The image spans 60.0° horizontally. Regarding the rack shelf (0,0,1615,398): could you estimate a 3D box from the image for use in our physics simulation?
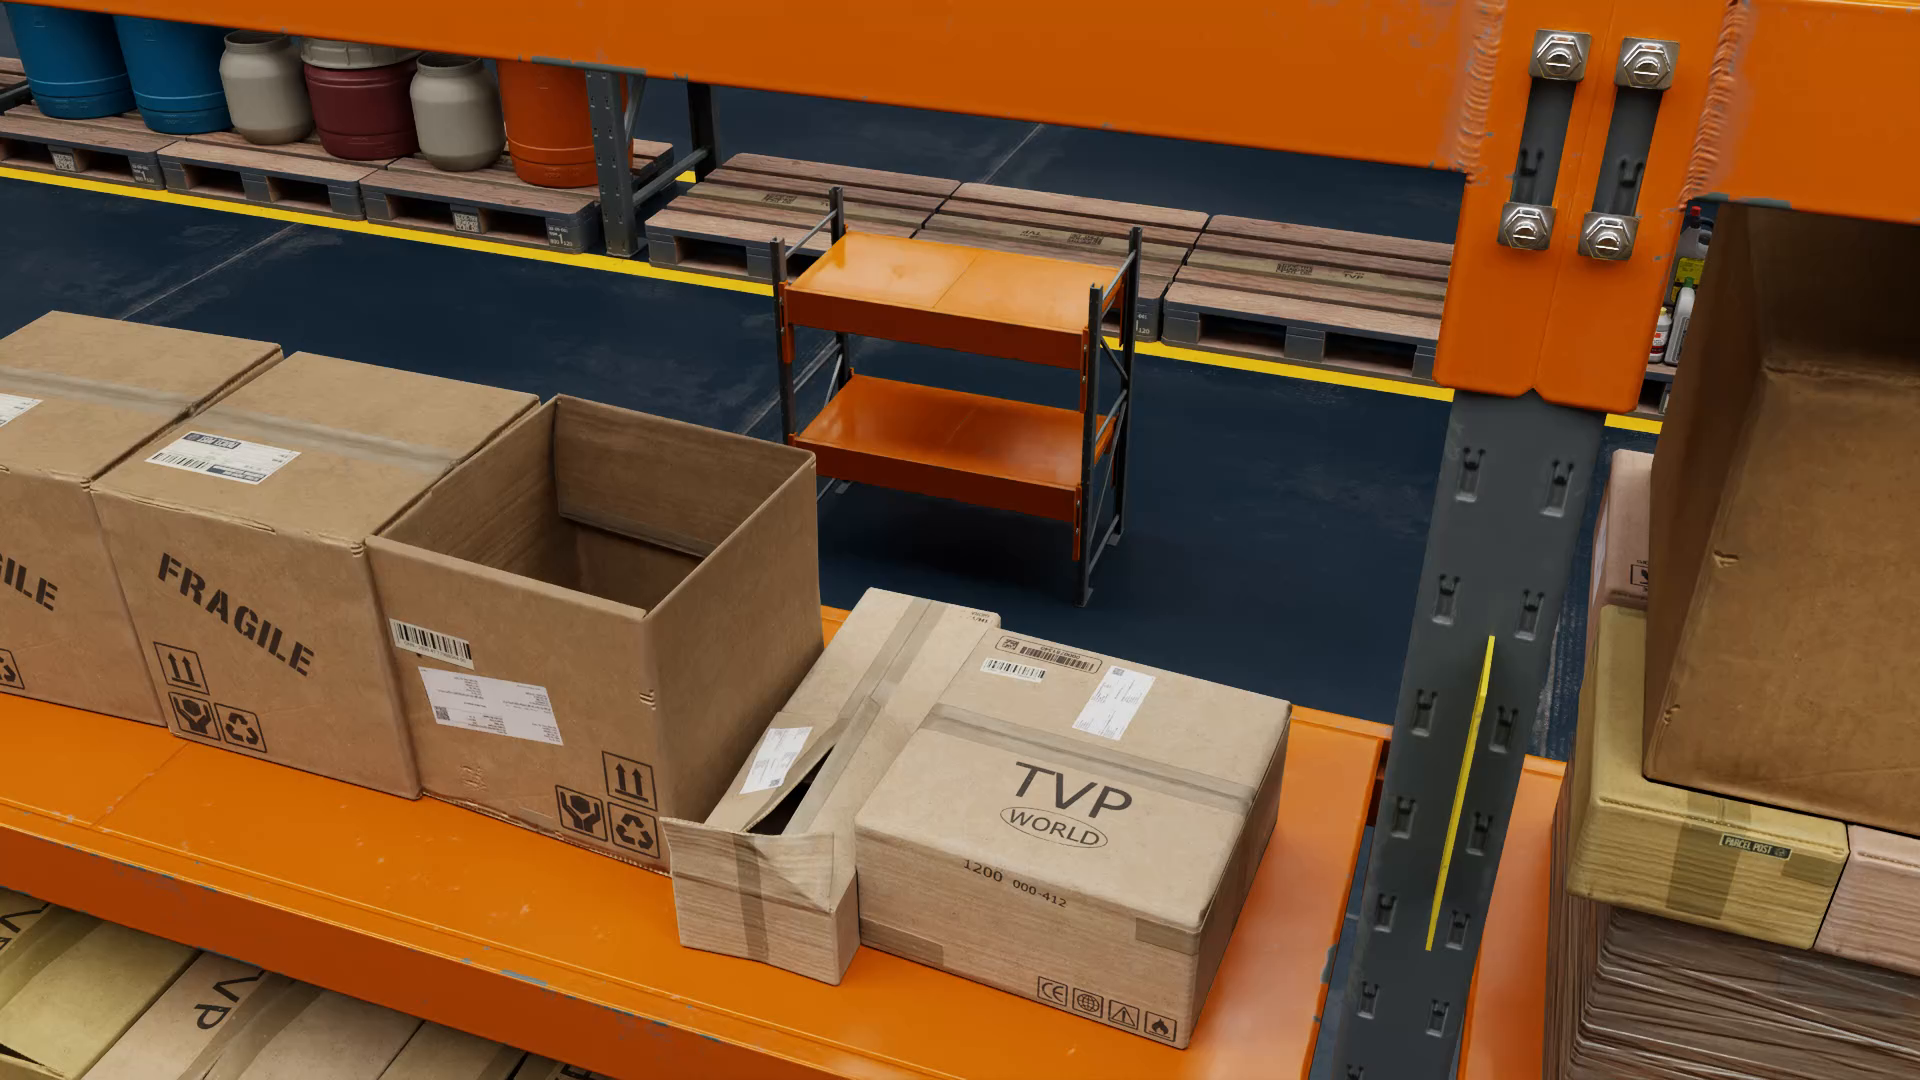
[{"bbox_3d":[-1.227,-0.901,2.279,4.000,0.370,1.077,11,34,16],"label":"rack shelf"}]

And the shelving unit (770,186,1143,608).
[{"bbox_3d":[-0.006,-0.474,5.447,1.048,1.125,0.538,11,34,16],"label":"shelving unit"}]

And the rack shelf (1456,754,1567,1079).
[{"bbox_3d":[2.539,1.091,1.958,4.000,0.370,1.077,11,34,16],"label":"rack shelf"}]

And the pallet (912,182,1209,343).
[{"bbox_3d":[0.426,-1.281,7.539,1.213,0.211,1.003,11,34,16],"label":"pallet"}]

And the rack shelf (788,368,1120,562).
[{"bbox_3d":[-0.006,-0.268,5.579,1.000,0.278,0.538,11,34,16],"label":"rack shelf"}]

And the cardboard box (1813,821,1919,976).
[{"bbox_3d":[1.080,0.302,1.827,0.250,0.149,0.380,12,35,17],"label":"cardboard box"}]

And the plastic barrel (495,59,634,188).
[{"bbox_3d":[-1.901,-2.184,7.980,0.708,0.830,0.600,11,34,16],"label":"plastic barrel"}]

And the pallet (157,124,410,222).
[{"bbox_3d":[-3.336,-2.014,8.674,1.213,0.211,1.003,11,34,16],"label":"pallet"}]

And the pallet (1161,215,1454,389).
[{"bbox_3d":[1.578,-1.058,7.195,1.213,0.211,1.003,11,34,16],"label":"pallet"}]

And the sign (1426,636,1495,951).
[{"bbox_3d":[0.482,0.248,1.606,0.005,0.325,0.100,11,34,16],"label":"sign"}]

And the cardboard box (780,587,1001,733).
[{"bbox_3d":[-0.109,0.262,2.811,0.250,0.149,0.380,11,34,16],"label":"cardboard box"}]

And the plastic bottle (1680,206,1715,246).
[{"bbox_3d":[3.034,-1.207,6.891,0.185,0.351,0.144,10,34,15],"label":"plastic bottle"}]

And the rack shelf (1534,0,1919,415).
[{"bbox_3d":[2.539,-0.169,1.145,4.000,0.370,1.077,11,34,16],"label":"rack shelf"}]

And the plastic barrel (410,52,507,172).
[{"bbox_3d":[-2.463,-2.108,8.156,0.421,0.512,0.421,0,33,0],"label":"plastic barrel"}]

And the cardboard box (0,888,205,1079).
[{"bbox_3d":[-1.739,0.866,3.274,0.500,0.311,0.500,10,34,15],"label":"cardboard box"}]

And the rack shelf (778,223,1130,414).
[{"bbox_3d":[-0.006,-0.720,5.288,1.000,0.278,0.538,11,34,16],"label":"rack shelf"}]

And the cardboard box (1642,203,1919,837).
[{"bbox_3d":[1.076,-0.087,1.830,0.500,0.500,0.700,11,34,17],"label":"cardboard box"}]

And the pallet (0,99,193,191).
[{"bbox_3d":[-4.488,-2.236,9.019,1.213,0.211,1.003,11,34,16],"label":"pallet"}]

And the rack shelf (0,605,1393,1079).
[{"bbox_3d":[-1.227,0.359,3.092,4.000,0.370,1.077,11,34,16],"label":"rack shelf"}]

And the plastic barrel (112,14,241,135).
[{"bbox_3d":[-4.027,-2.627,8.601,0.708,0.901,0.600,11,34,16],"label":"plastic barrel"}]

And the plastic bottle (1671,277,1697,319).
[{"bbox_3d":[2.832,-0.877,6.441,0.133,0.283,0.061,11,34,16],"label":"plastic bottle"}]

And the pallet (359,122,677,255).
[{"bbox_3d":[-2.191,-1.790,8.327,1.213,0.211,1.003,11,34,16],"label":"pallet"}]

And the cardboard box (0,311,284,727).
[{"bbox_3d":[-1.524,-0.053,2.974,0.500,0.500,0.500,9,34,14],"label":"cardboard box"}]

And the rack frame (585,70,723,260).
[{"bbox_3d":[-1.435,-2.838,7.380,0.127,3.000,1.000,11,34,16],"label":"rack frame"}]

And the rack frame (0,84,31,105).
[{"bbox_3d":[-5.200,-3.570,8.514,0.127,3.000,1.000,11,34,16],"label":"rack frame"}]

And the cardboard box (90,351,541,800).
[{"bbox_3d":[-1.029,0.044,2.825,0.500,0.500,0.500,11,34,17],"label":"cardboard box"}]

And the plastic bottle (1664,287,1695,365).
[{"bbox_3d":[2.796,-0.819,6.359,0.135,0.276,0.152,12,35,18],"label":"plastic bottle"}]

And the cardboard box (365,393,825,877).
[{"bbox_3d":[-0.557,0.135,2.683,0.500,0.500,0.500,14,35,20],"label":"cardboard box"}]

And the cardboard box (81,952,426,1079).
[{"bbox_3d":[-1.255,0.960,3.129,0.500,0.311,0.500,11,34,16],"label":"cardboard box"}]

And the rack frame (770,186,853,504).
[{"bbox_3d":[-0.485,-0.567,5.591,0.032,1.125,0.500,11,34,16],"label":"rack frame"}]

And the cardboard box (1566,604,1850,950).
[{"bbox_3d":[0.844,0.256,1.898,0.250,0.149,0.380,11,34,16],"label":"cardboard box"}]

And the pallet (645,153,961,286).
[{"bbox_3d":[-0.719,-1.505,7.886,1.213,0.211,1.003,11,34,16],"label":"pallet"}]

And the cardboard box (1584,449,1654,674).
[{"bbox_3d":[0.984,0.048,2.219,0.250,0.149,0.380,11,34,16],"label":"cardboard box"}]

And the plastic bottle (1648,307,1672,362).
[{"bbox_3d":[2.674,-0.796,6.392,0.097,0.201,0.097,0,33,0],"label":"plastic bottle"}]

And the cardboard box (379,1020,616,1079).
[{"bbox_3d":[-0.783,1.053,2.984,0.500,0.311,0.500,11,34,16],"label":"cardboard box"}]

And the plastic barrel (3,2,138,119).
[{"bbox_3d":[-4.694,-2.757,8.801,0.708,0.901,0.600,11,34,16],"label":"plastic barrel"}]

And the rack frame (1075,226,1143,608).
[{"bbox_3d":[0.472,-0.381,5.303,0.032,1.125,0.500,11,34,16],"label":"rack frame"}]

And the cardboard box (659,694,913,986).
[{"bbox_3d":[-0.234,0.412,2.471,0.258,0.266,0.396,10,34,15],"label":"cardboard box"}]

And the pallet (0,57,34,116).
[{"bbox_3d":[-5.906,-2.513,9.448,1.213,0.211,1.003,11,34,16],"label":"pallet"}]

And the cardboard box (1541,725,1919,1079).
[{"bbox_3d":[1.076,0.459,2.182,0.500,0.500,0.700,10,34,15],"label":"cardboard box"}]

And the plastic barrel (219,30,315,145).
[{"bbox_3d":[-3.526,-2.314,8.476,0.421,0.512,0.421,0,33,0],"label":"plastic barrel"}]

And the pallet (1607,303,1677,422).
[{"bbox_3d":[2.949,-0.790,6.780,1.213,0.211,1.003,11,34,16],"label":"pallet"}]

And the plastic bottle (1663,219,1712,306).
[{"bbox_3d":[2.985,-1.134,6.777,0.185,0.351,0.144,11,34,16],"label":"plastic bottle"}]

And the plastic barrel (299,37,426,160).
[{"bbox_3d":[-2.964,-2.289,8.366,0.708,0.588,0.600,11,34,16],"label":"plastic barrel"}]

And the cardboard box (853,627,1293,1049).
[{"bbox_3d":[0.178,0.418,2.476,0.500,0.250,0.500,13,35,19],"label":"cardboard box"}]
